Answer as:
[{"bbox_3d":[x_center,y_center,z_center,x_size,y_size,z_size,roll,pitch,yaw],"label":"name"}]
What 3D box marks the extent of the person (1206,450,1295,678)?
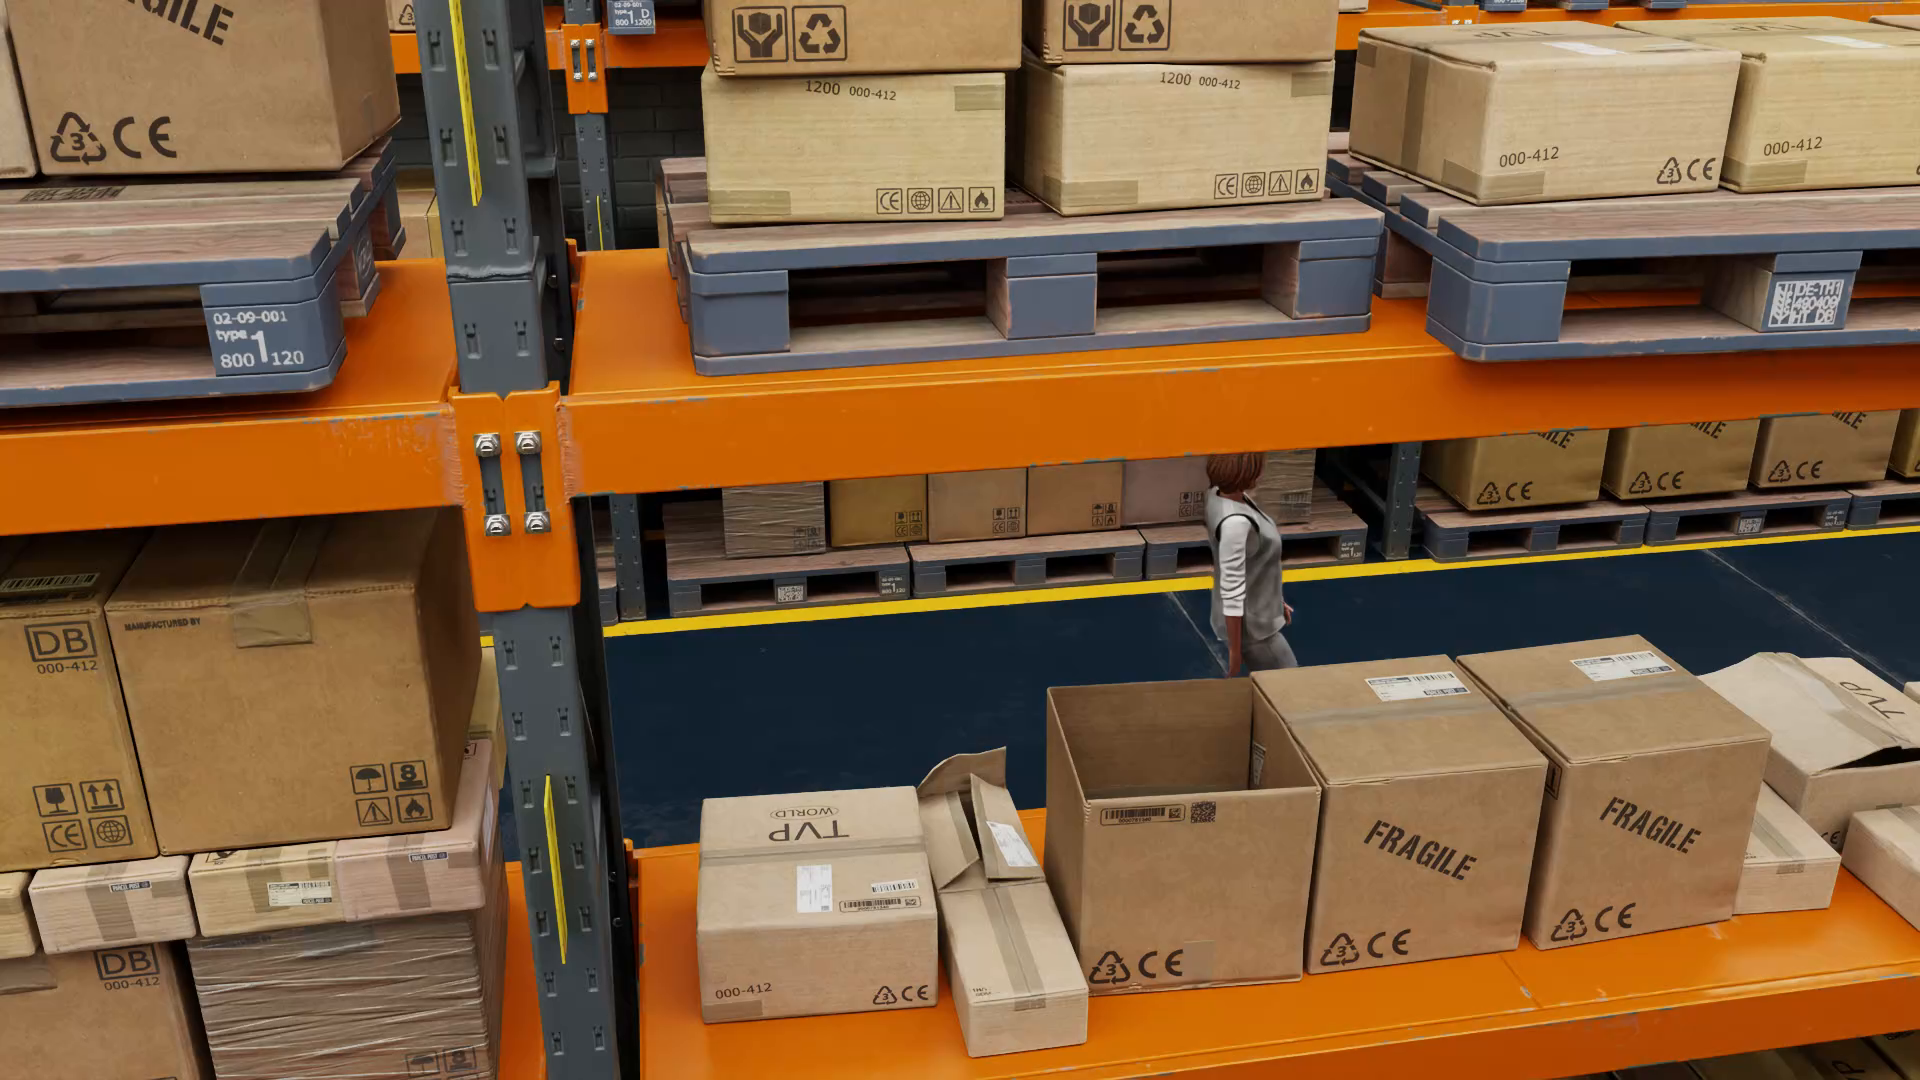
[{"bbox_3d":[1.103,0.298,6.457,0.311,1.611,0.406,-4,24,-8],"label":"person"}]
